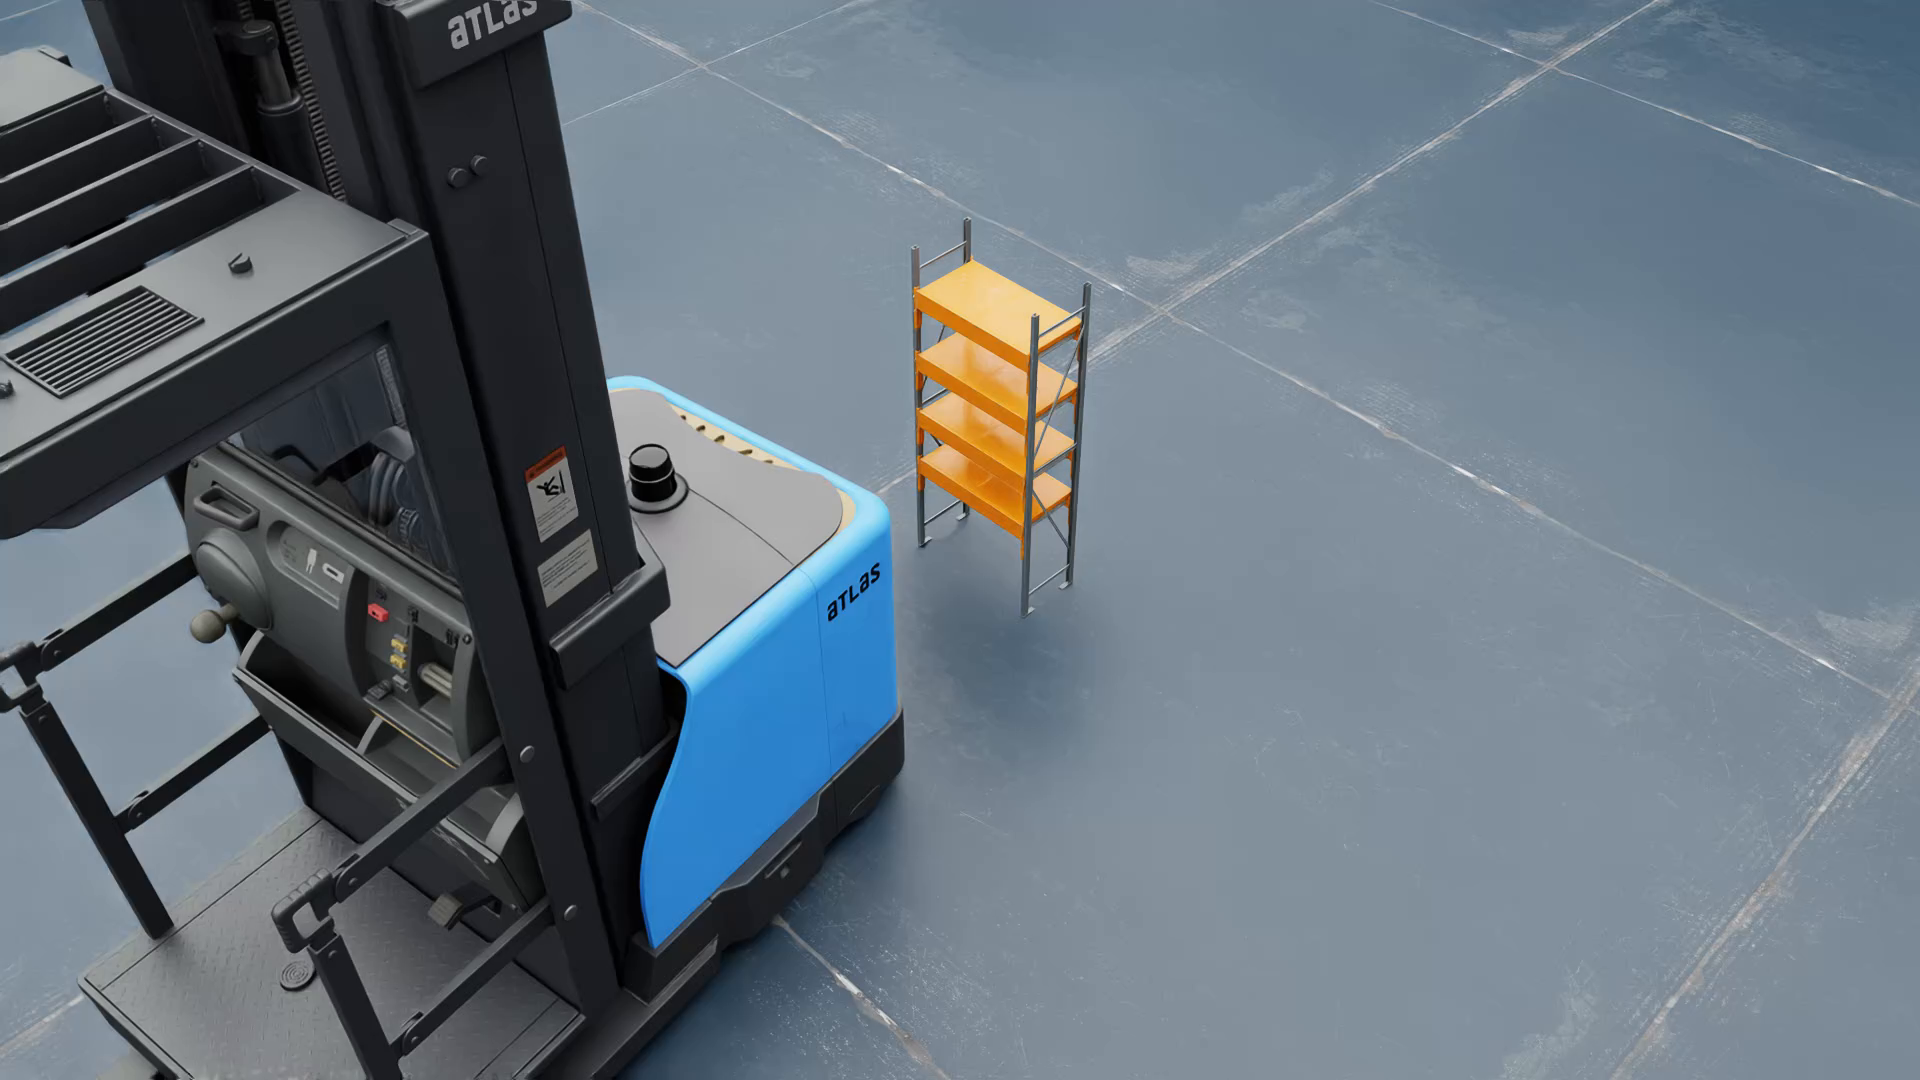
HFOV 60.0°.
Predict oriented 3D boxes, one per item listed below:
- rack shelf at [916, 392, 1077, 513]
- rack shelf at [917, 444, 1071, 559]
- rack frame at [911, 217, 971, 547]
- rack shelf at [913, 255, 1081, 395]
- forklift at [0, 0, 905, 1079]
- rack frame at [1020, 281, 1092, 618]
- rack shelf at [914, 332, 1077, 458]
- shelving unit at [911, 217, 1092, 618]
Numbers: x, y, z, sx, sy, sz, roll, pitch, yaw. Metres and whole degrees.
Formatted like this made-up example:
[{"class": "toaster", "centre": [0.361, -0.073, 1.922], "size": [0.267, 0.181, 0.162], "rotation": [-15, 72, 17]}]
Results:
[{"class": "rack shelf", "centre": [0.117, -0.312, 5.302], "size": [0.258, 0.148, 0.480], "rotation": [-34, 53, -31]}, {"class": "rack shelf", "centre": [0.117, -0.166, 5.437], "size": [0.258, 0.148, 0.480], "rotation": [-34, 53, -31]}, {"class": "rack frame", "centre": [-0.055, -0.478, 5.384], "size": [0.240, 1.200, 0.015], "rotation": [-34, 53, -31]}, {"class": "rack shelf", "centre": [0.117, -0.650, 4.990], "size": [0.258, 0.148, 0.480], "rotation": [-34, 53, -31]}, {"class": "forklift", "centre": [-1.449, 0.220, 3.353], "size": [1.130, 2.935, 3.031], "rotation": [27, 49, 26]}, {"class": "rack frame", "centre": [0.289, -0.244, 5.130], "size": [0.240, 1.200, 0.015], "rotation": [-34, 53, -31]}, {"class": "rack shelf", "centre": [0.117, -0.476, 5.151], "size": [0.258, 0.148, 0.480], "rotation": [-34, 53, -31]}, {"class": "shelving unit", "centre": [0.117, -0.361, 5.257], "size": [0.258, 1.200, 0.503], "rotation": [-34, 53, -31]}]
